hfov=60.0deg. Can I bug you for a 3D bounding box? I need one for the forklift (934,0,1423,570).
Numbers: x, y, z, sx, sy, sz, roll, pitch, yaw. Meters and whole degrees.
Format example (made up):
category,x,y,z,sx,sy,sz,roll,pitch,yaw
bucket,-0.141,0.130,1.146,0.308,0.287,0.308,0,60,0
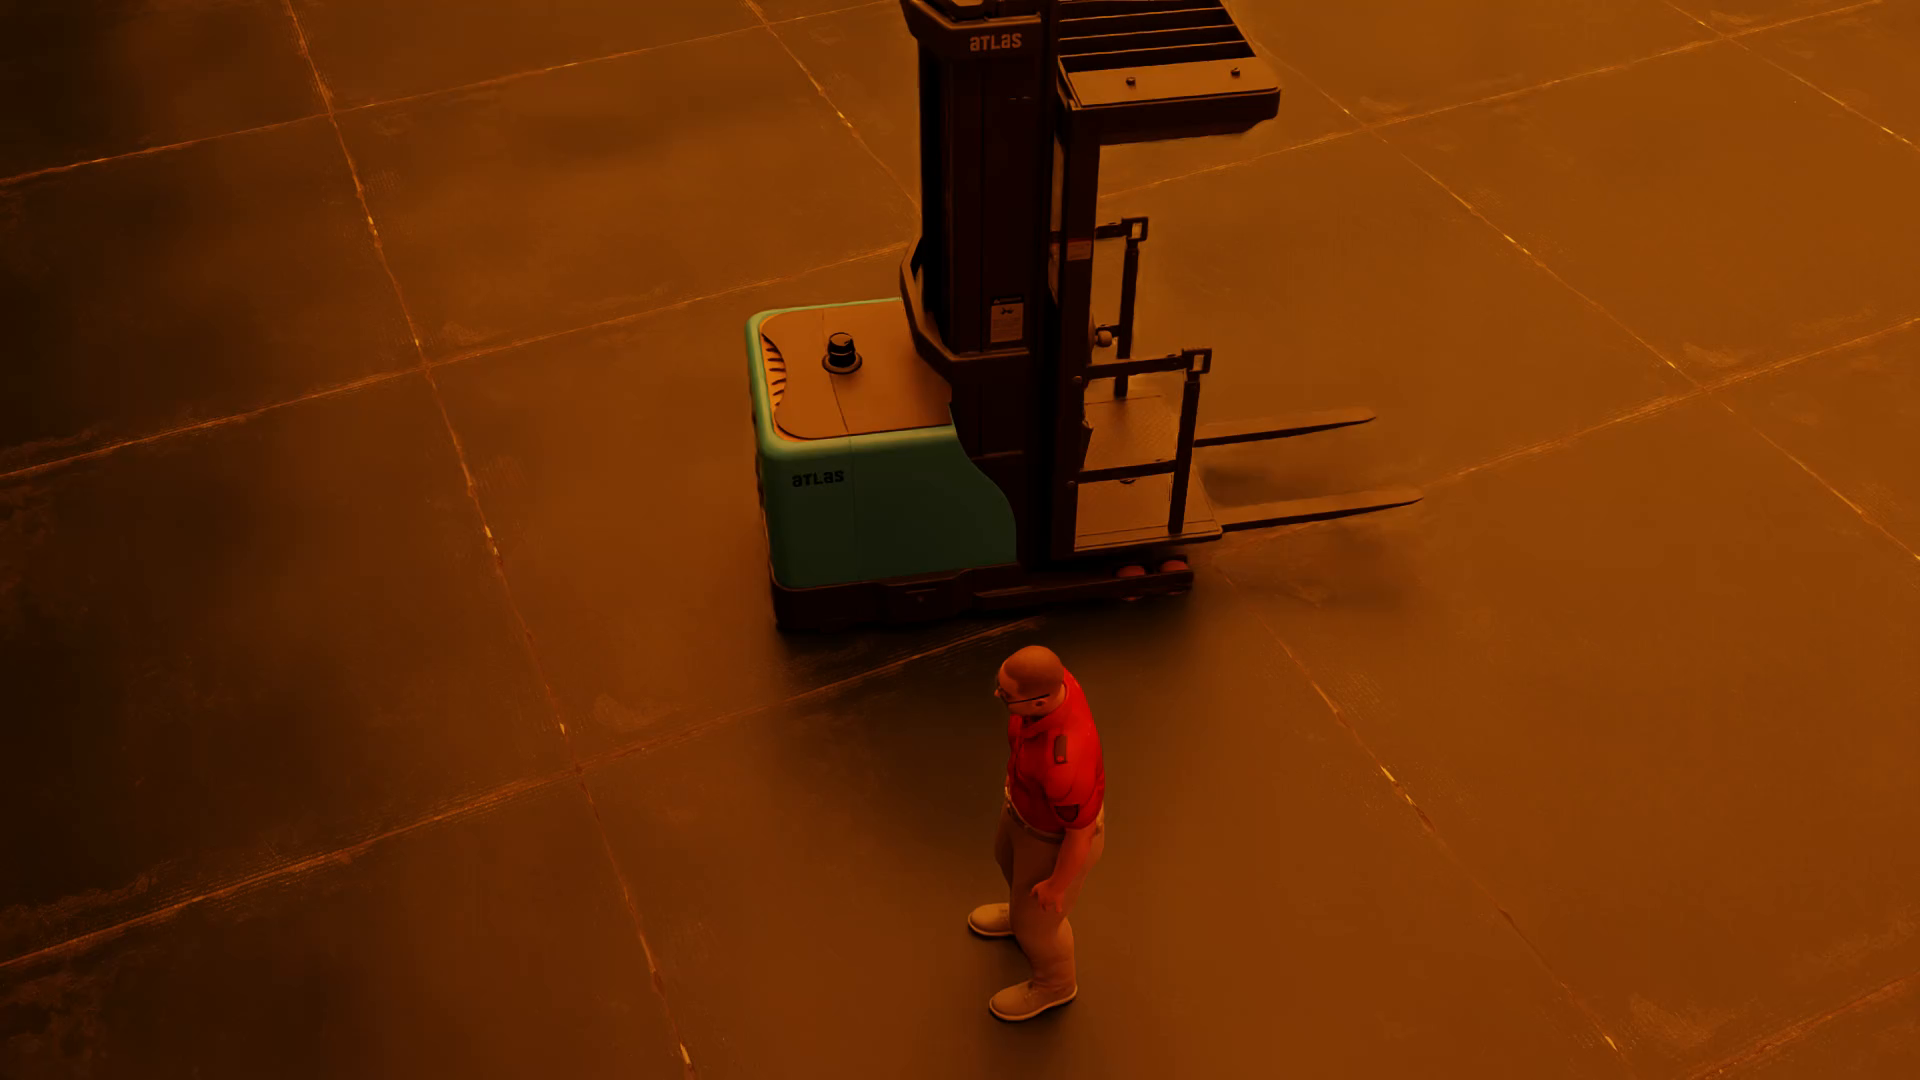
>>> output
category,x,y,z,sx,sy,sz,roll,pitch,yaw
forklift,0.672,-1.136,6.944,2.884,2.867,1.101,-7,43,-7
